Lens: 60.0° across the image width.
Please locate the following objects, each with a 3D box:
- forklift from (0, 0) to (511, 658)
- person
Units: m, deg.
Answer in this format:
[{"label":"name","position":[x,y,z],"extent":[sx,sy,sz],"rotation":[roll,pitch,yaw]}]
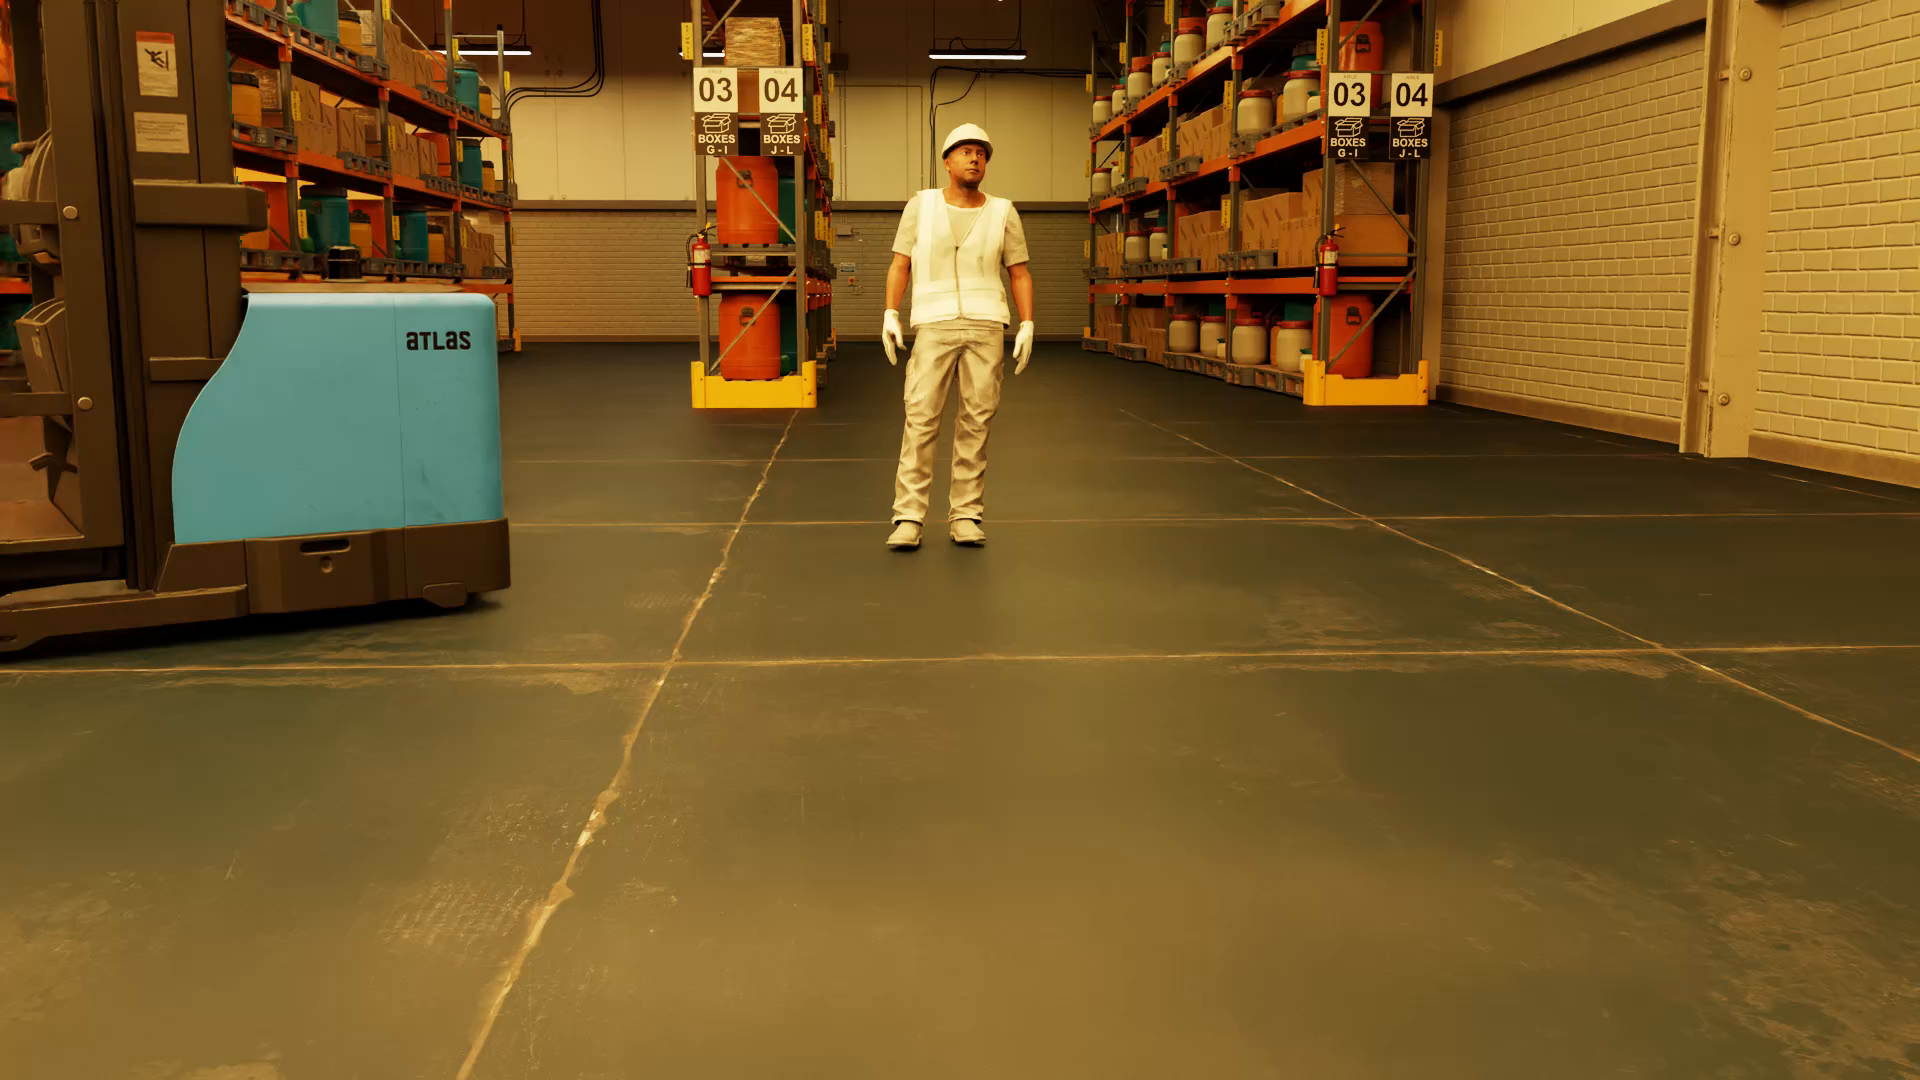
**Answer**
[{"label":"forklift","position":[-3.064,-1.155,5.107],"extent":[3.031,2.935,1.130],"rotation":[-6,10,-33]},{"label":"person","position":[-0.003,-0.878,7.106],"extent":[0.656,1.784,0.575],"rotation":[-1,8,-4]}]
